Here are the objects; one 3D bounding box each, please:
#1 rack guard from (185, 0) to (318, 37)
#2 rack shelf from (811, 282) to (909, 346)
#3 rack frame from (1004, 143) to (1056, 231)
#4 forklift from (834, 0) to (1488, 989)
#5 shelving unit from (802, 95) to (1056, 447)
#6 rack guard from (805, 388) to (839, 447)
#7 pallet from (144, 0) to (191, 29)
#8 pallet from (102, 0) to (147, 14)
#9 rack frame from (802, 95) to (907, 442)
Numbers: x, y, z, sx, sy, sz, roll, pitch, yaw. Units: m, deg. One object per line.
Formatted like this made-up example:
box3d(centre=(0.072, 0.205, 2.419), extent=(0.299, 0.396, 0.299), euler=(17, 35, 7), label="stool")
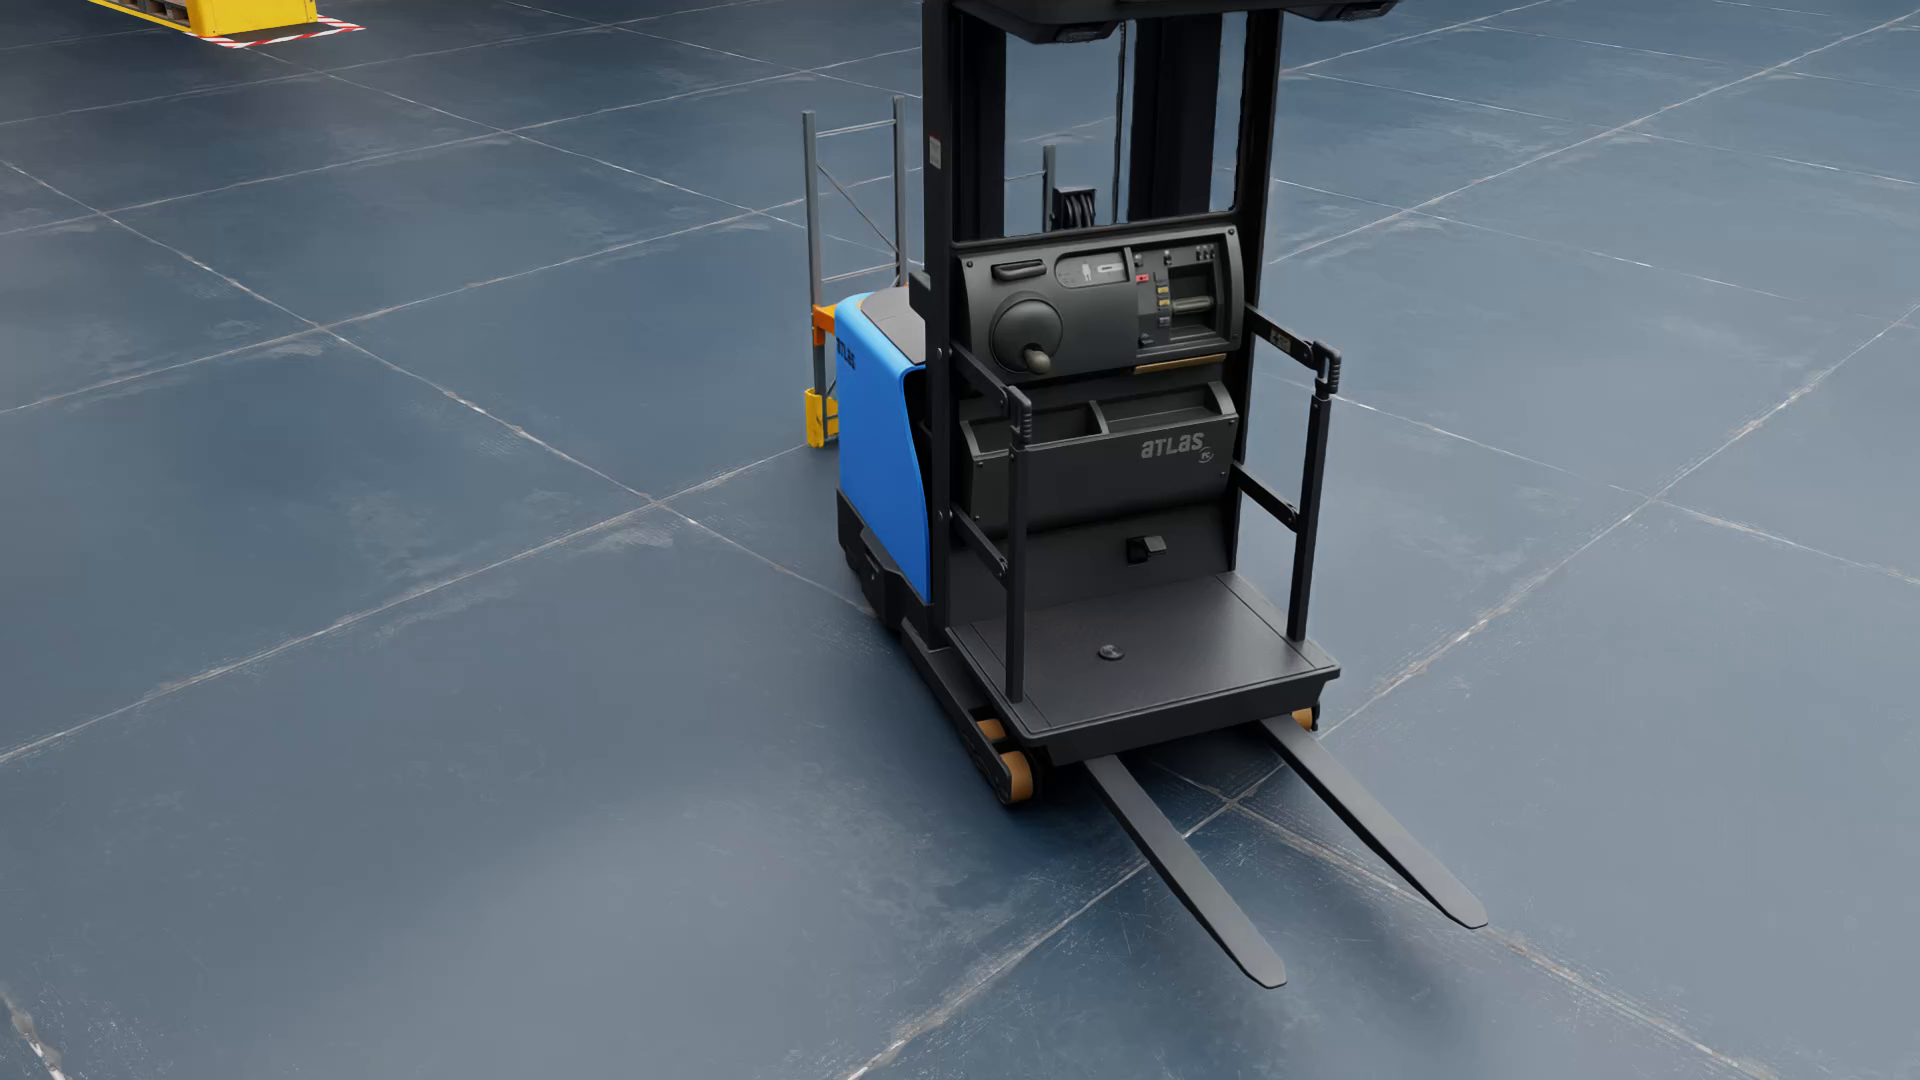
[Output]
box3d(centre=(-6.921, -5.268, 16.231), extent=(0.348, 0.500, 1.175), euler=(25, 36, 38), label="rack guard")
box3d(centre=(-0.142, -0.833, 7.108), extent=(0.538, 0.185, 1.000), euler=(-19, 33, -32), label="rack shelf")
box3d(centre=(0.163, -0.803, 6.665), extent=(0.500, 1.500, 0.032), euler=(-19, 33, -32), label="rack frame")
box3d(centre=(0.527, -0.695, 4.922), extent=(1.130, 2.935, 3.031), euler=(-10, 29, -19), label="forklift")
box3d(centre=(-0.147, -0.995, 7.031), extent=(0.587, 1.500, 1.083), euler=(-19, 33, -32), label="shelving unit")
box3d(centre=(-0.446, -0.627, 7.674), extent=(0.587, 0.250, 0.087), euler=(-19, 33, -32), label="rack guard")
box3d(centre=(-7.496, -5.407, 16.806), extent=(1.213, 0.211, 1.003), euler=(25, 36, 38), label="pallet")
box3d(centre=(-8.362, -5.805, 17.563), extent=(1.213, 0.211, 1.003), euler=(25, 36, 38), label="pallet")
box3d(centre=(-0.447, -1.181, 7.384), extent=(0.500, 1.500, 0.032), euler=(-19, 33, -32), label="rack frame")
